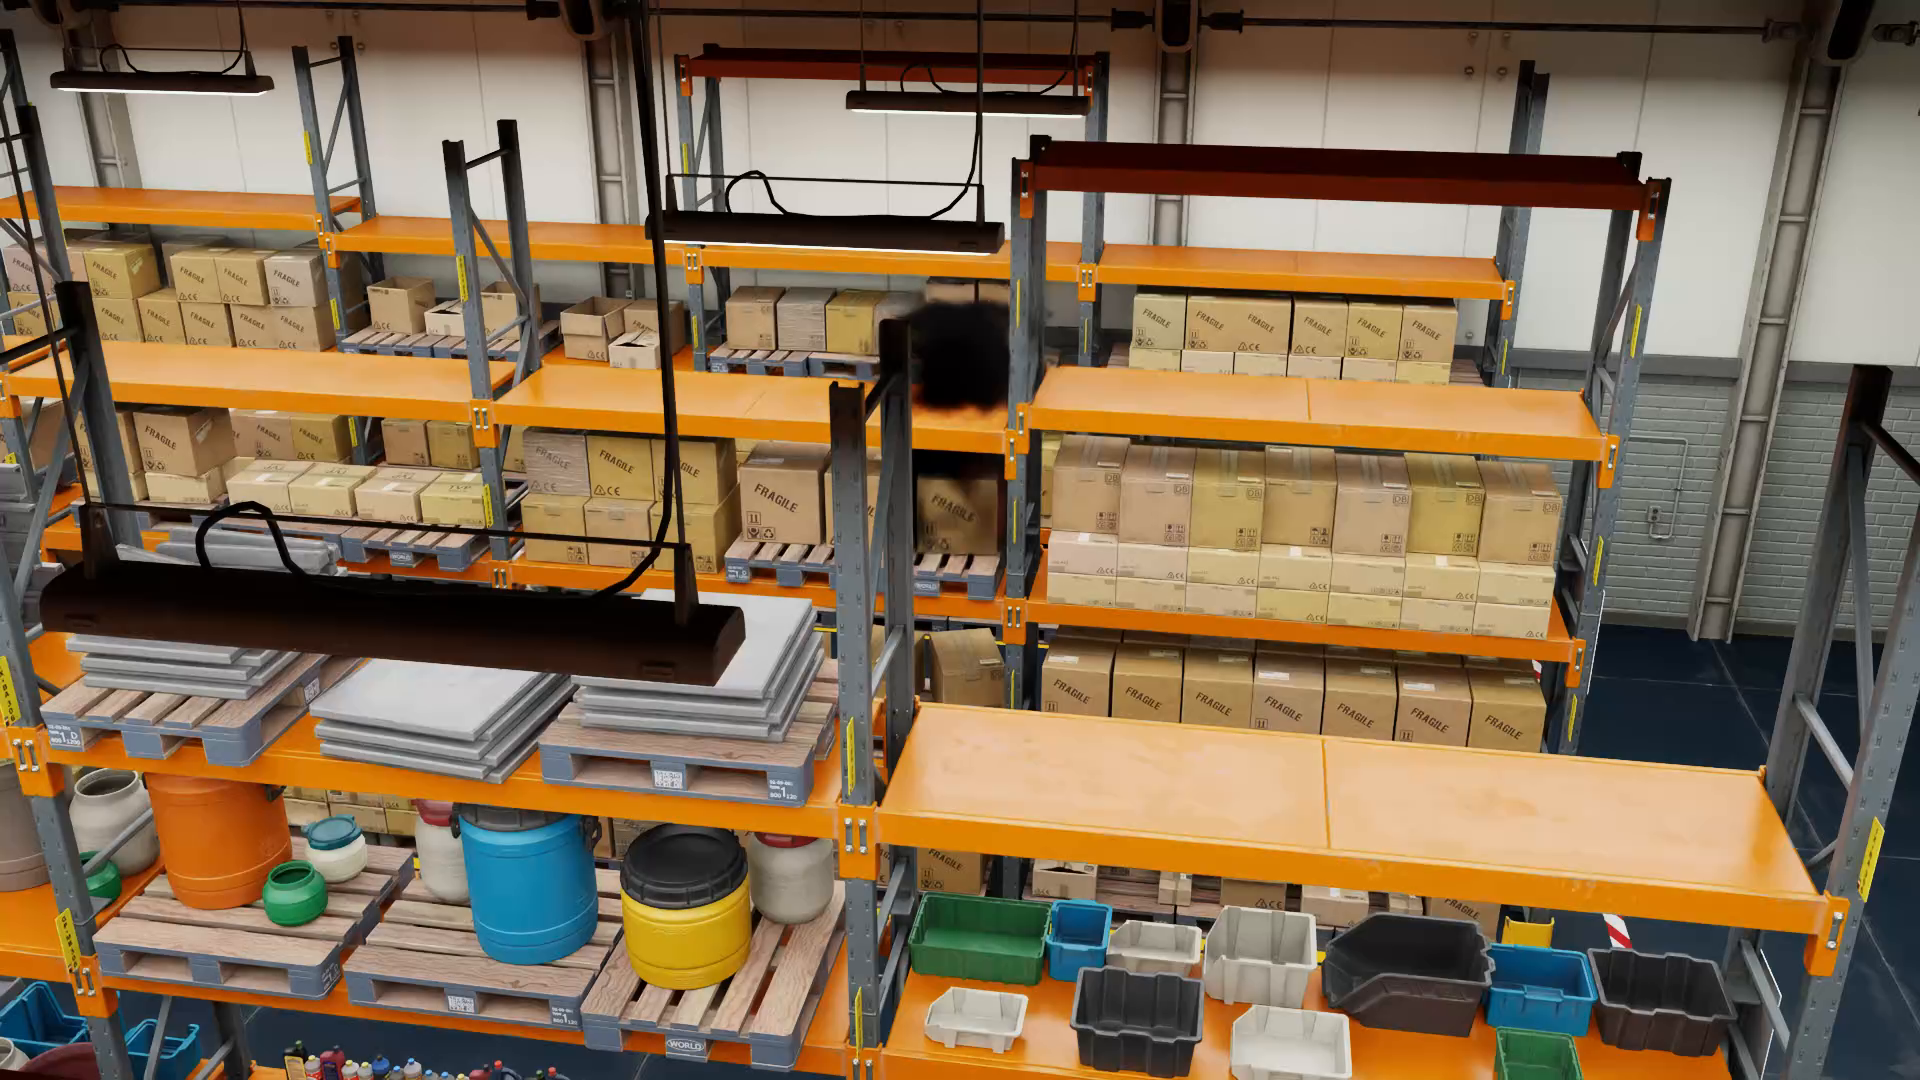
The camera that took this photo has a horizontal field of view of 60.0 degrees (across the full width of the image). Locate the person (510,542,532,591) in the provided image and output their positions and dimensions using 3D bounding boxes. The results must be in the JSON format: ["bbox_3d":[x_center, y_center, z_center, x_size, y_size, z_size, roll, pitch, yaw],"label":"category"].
[{"bbox_3d":[-4.432,0.574,16.816,0.585,1.722,0.679,-5,24,-12],"label":"person"}]
